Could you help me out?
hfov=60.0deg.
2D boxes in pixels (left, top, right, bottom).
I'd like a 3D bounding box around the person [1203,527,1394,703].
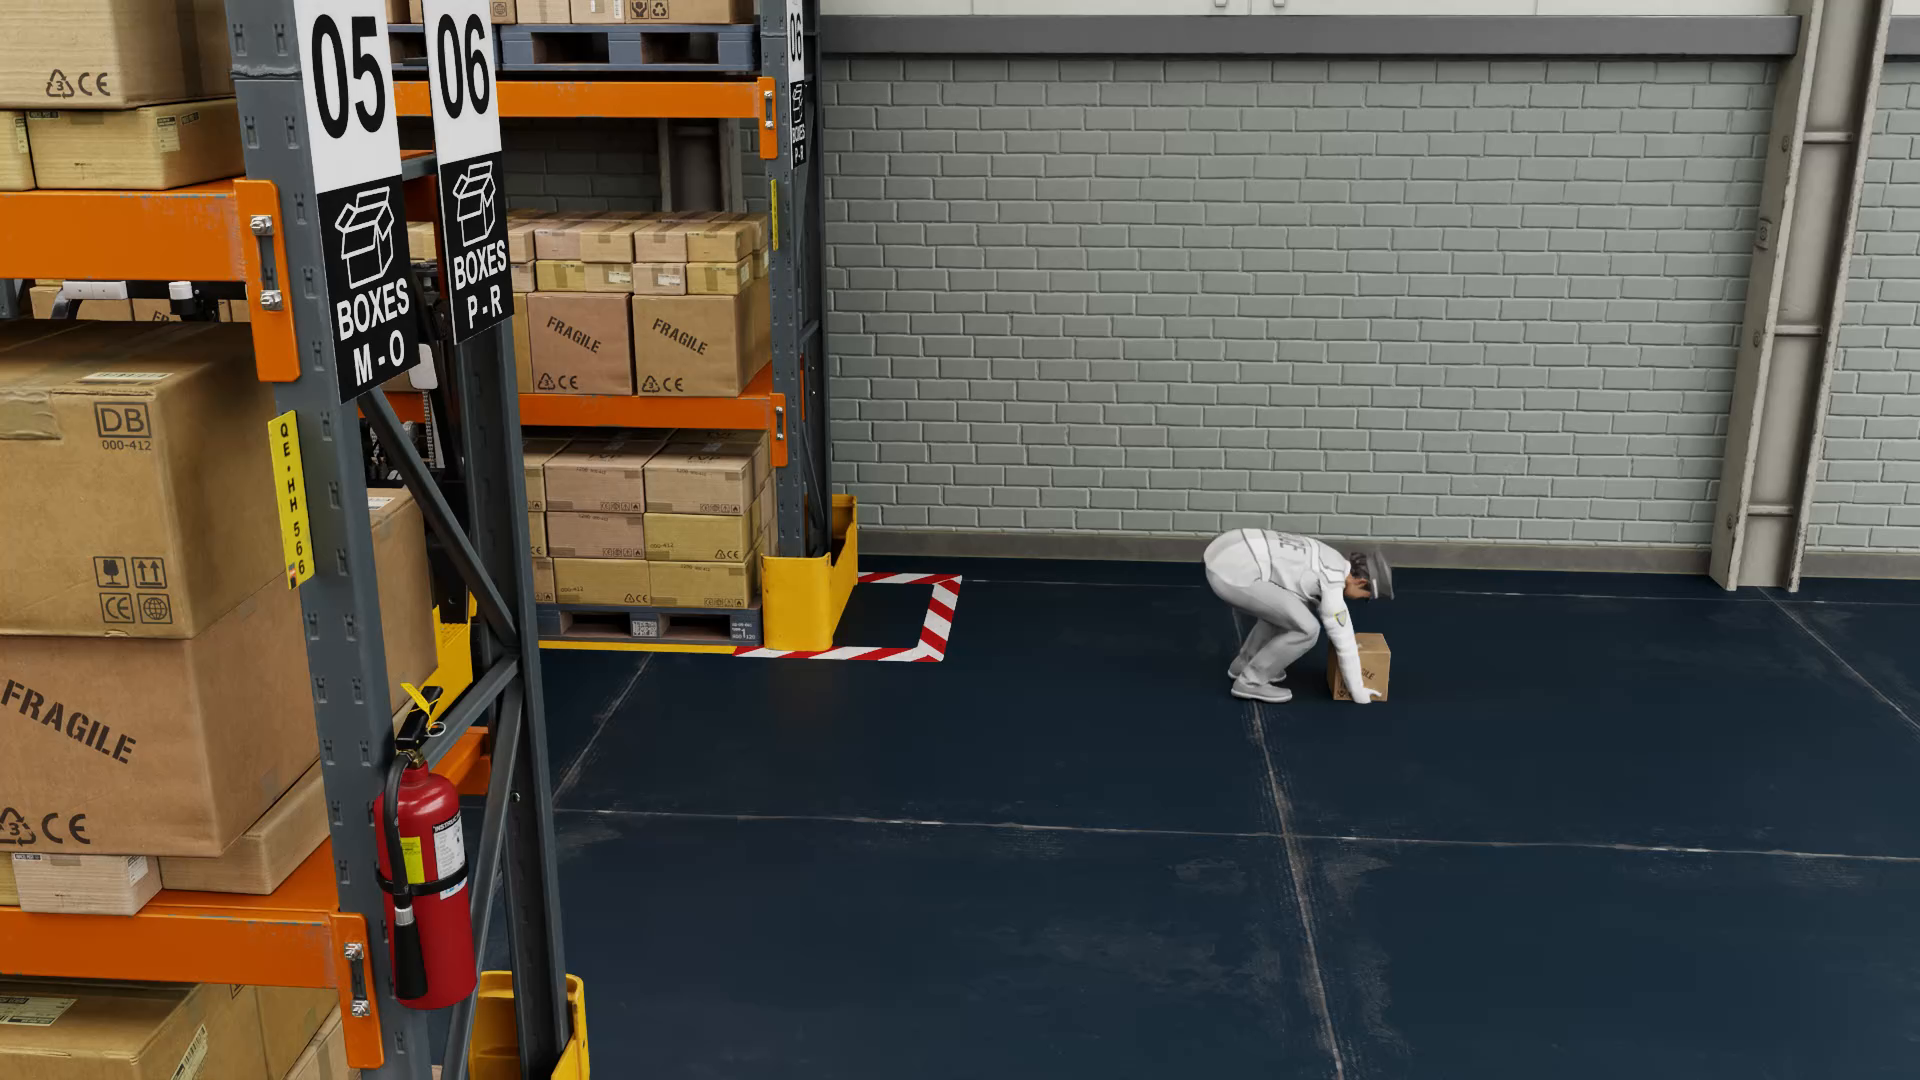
[{"bbox_3d":[1.603,0.354,7.910,0.903,0.813,0.467,1,18,2],"label":"person"}]
